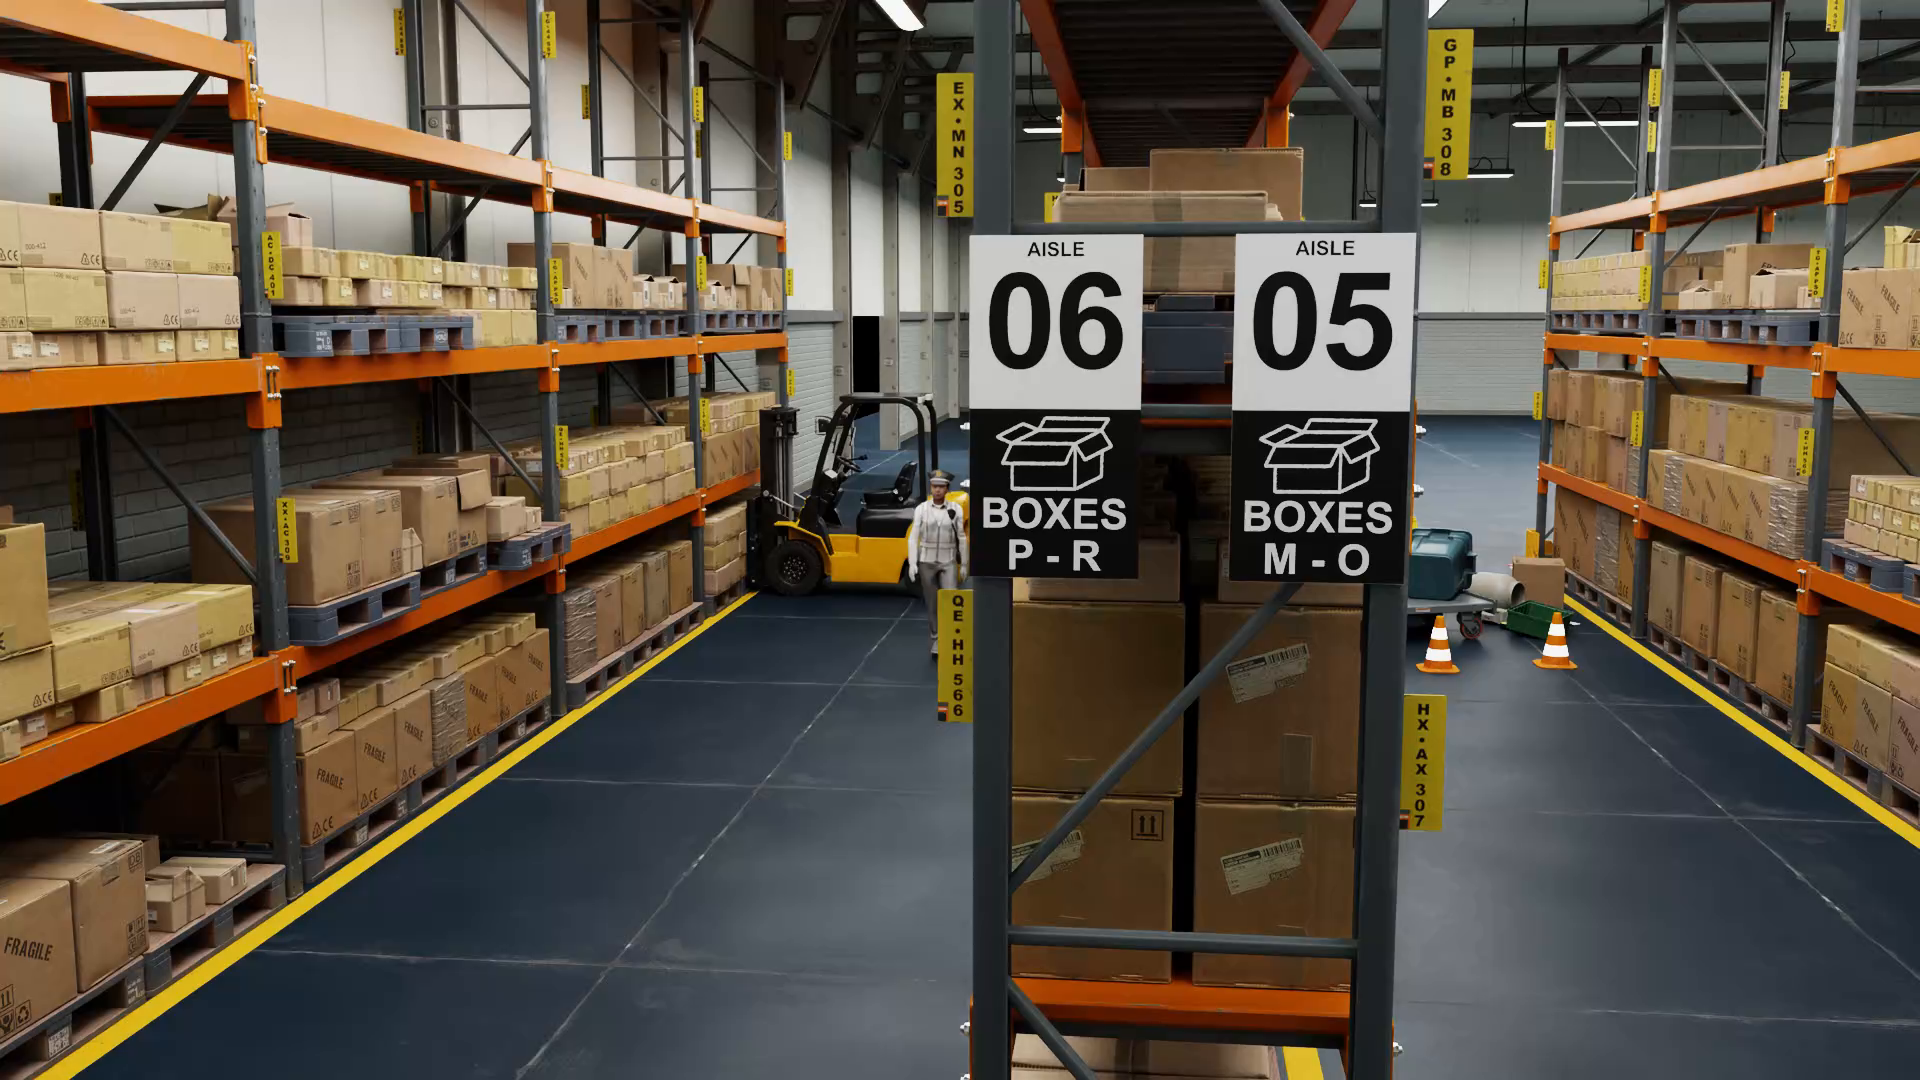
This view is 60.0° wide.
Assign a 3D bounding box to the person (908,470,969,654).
[{"bbox_3d":[-0.201,0.235,14.462,0.517,1.695,0.810,1,8,4],"label":"person"}]
